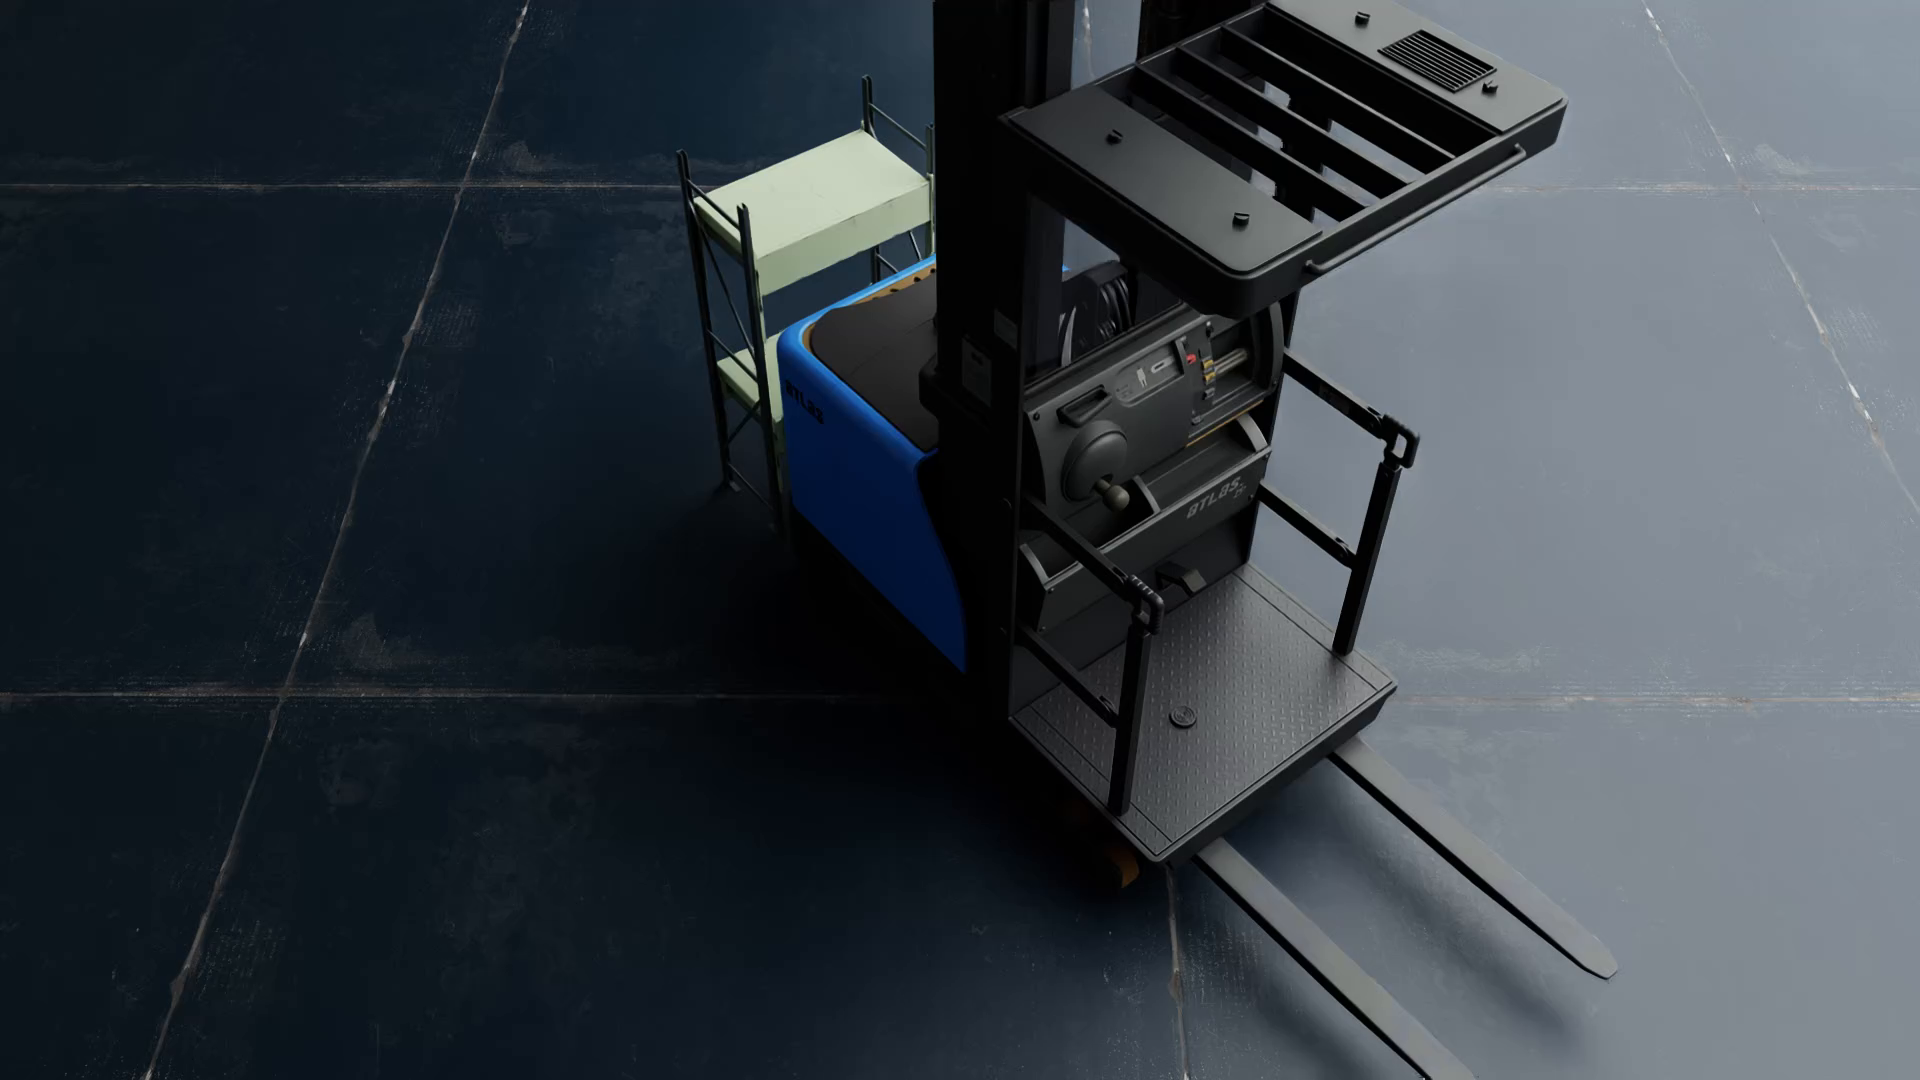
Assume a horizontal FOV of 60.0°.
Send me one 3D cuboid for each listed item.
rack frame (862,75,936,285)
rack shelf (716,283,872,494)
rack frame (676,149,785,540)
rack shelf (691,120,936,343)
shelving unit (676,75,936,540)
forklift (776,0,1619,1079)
[{"bbox_3d":[-0.206,-0.958,6.117,0.023,1.500,0.400,-29,54,-24],"label":"rack frame"},{"bbox_3d":[-0.497,-0.573,6.204,0.720,0.370,0.431,-29,54,-24],"label":"rack shelf"},{"bbox_3d":[-0.787,-0.632,5.814,0.023,1.500,0.400,-29,54,-24],"label":"rack frame"},{"bbox_3d":[-0.497,-1.061,5.680,0.720,0.370,0.431,-29,54,-24],"label":"rack shelf"},{"bbox_3d":[-0.497,-0.795,5.966,0.755,1.500,0.431,-29,54,-24],"label":"shelving unit"},{"bbox_3d":[0.696,-0.323,4.548,1.130,2.935,3.031,-30,54,-25],"label":"forklift"}]
